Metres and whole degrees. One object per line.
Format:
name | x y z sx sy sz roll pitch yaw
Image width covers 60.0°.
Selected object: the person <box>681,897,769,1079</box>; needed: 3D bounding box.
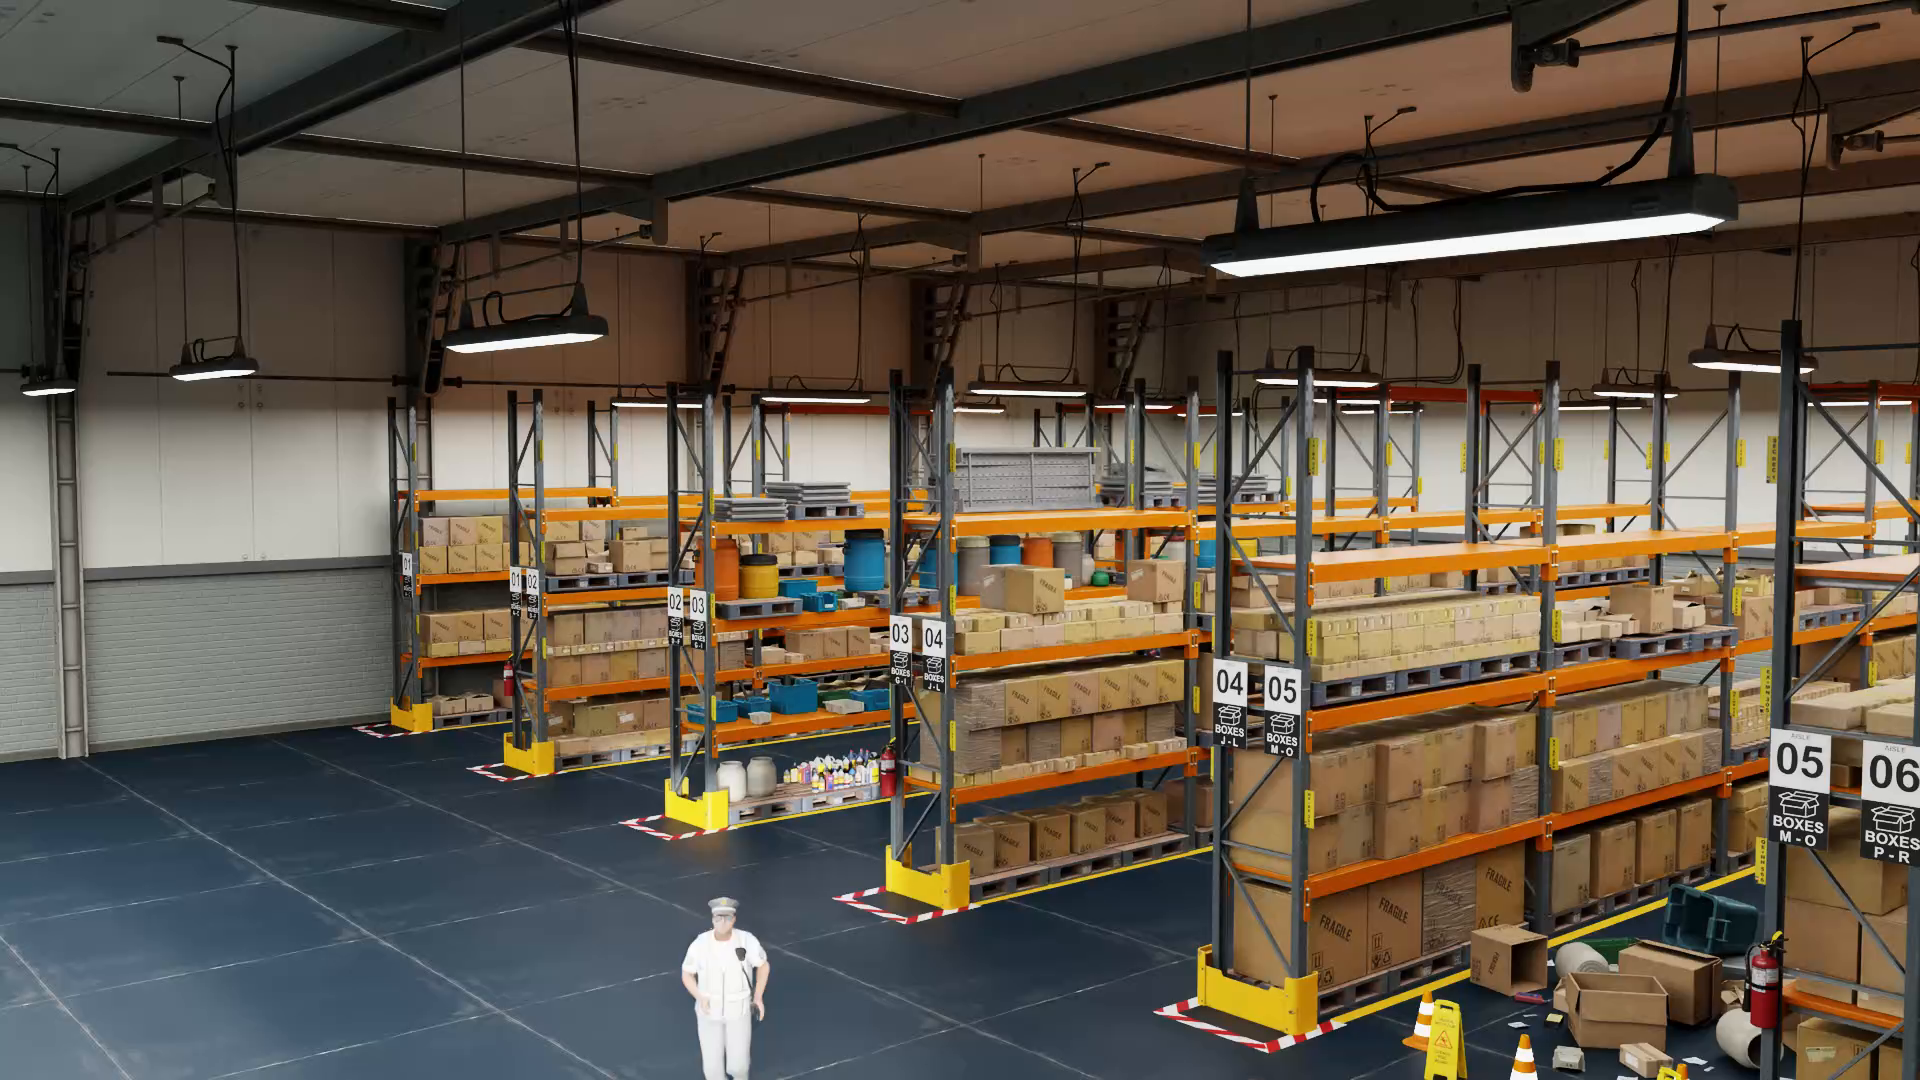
person | -1.792 3.565 12.632 0.647 1.743 0.599 0 3 -5
